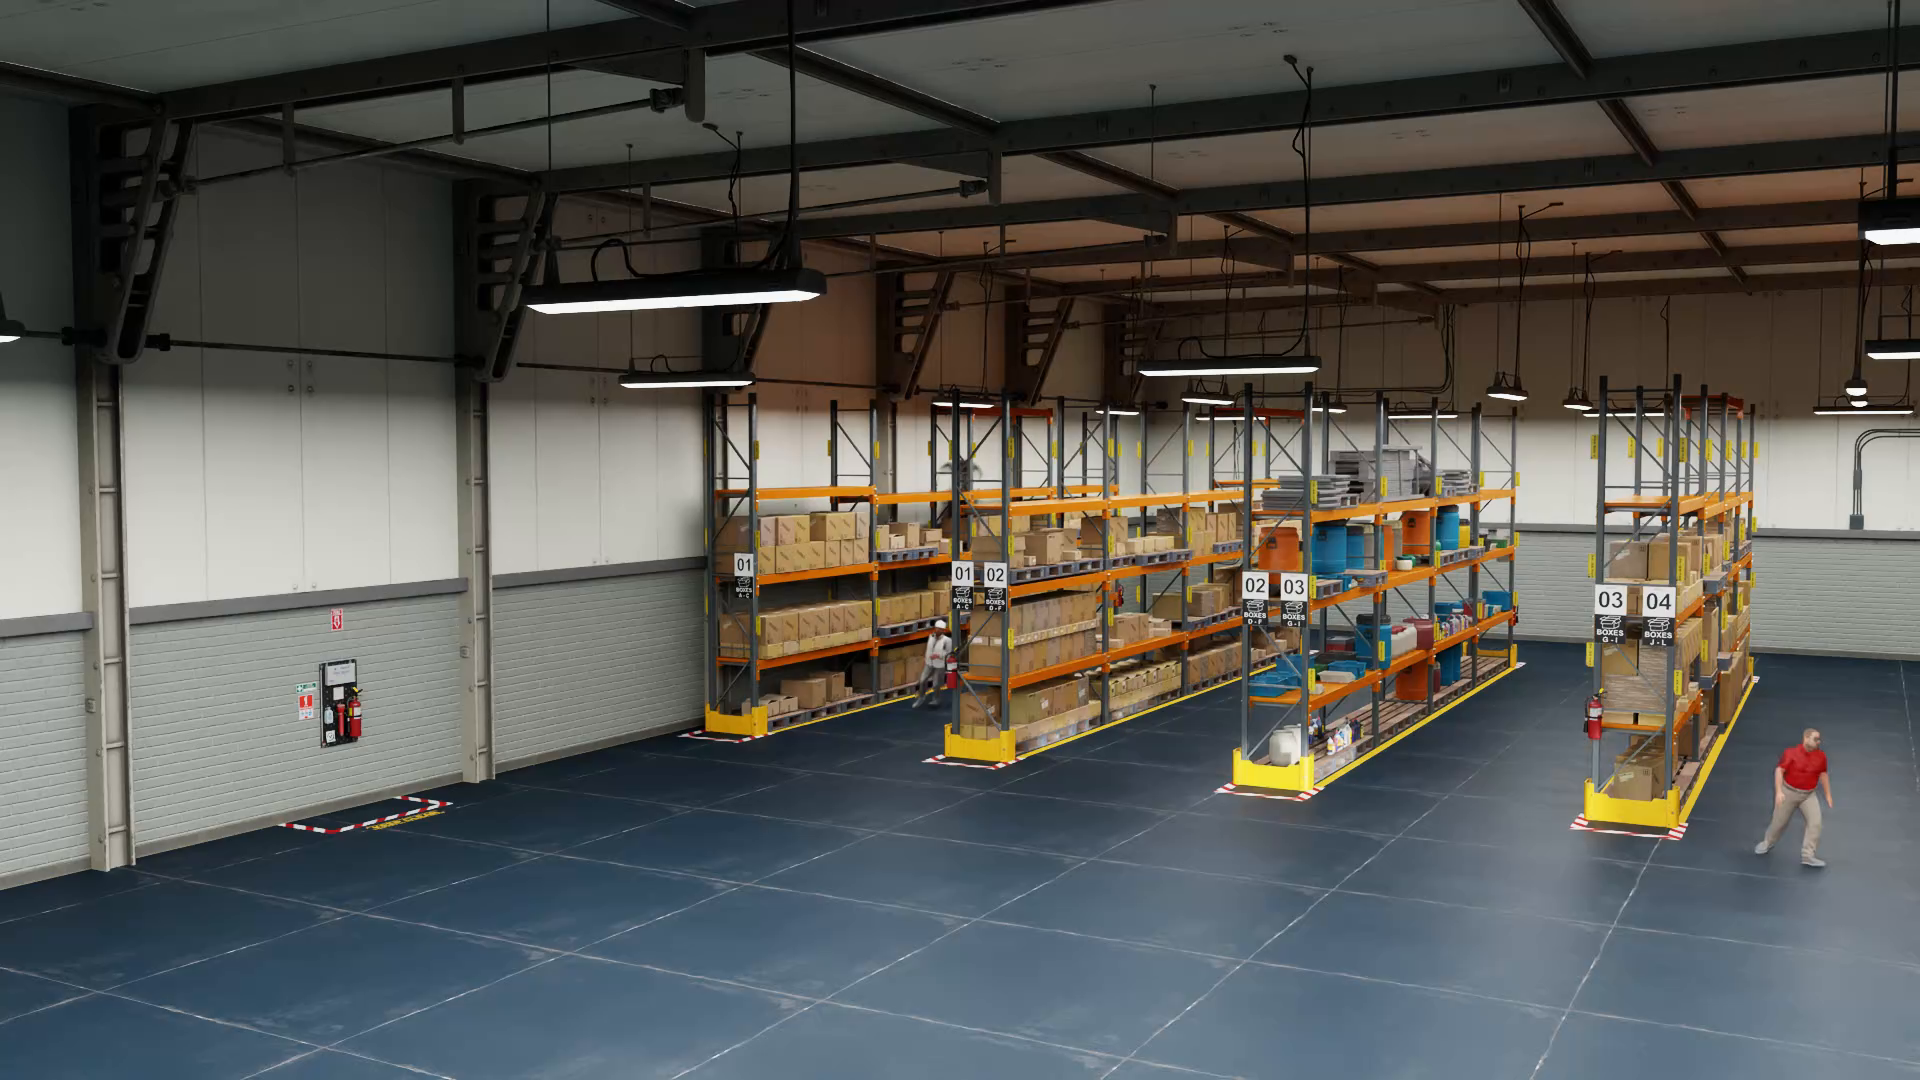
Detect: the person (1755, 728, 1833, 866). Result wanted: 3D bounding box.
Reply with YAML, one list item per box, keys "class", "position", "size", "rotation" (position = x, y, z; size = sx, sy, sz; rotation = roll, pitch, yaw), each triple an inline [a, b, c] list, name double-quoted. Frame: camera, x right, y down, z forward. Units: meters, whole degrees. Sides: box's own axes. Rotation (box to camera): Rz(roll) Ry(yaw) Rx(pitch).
- class: "person"
  position: [10.165, 3.083, 20.235]
  size: [0.742, 1.659, 0.881]
  rotation: [0, 3, -6]

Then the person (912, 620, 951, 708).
- class: "person"
  position: [-0.506, 2.388, 32.046]
  size: [0.782, 1.715, 0.803]
  rotation: [1, 3, 24]
